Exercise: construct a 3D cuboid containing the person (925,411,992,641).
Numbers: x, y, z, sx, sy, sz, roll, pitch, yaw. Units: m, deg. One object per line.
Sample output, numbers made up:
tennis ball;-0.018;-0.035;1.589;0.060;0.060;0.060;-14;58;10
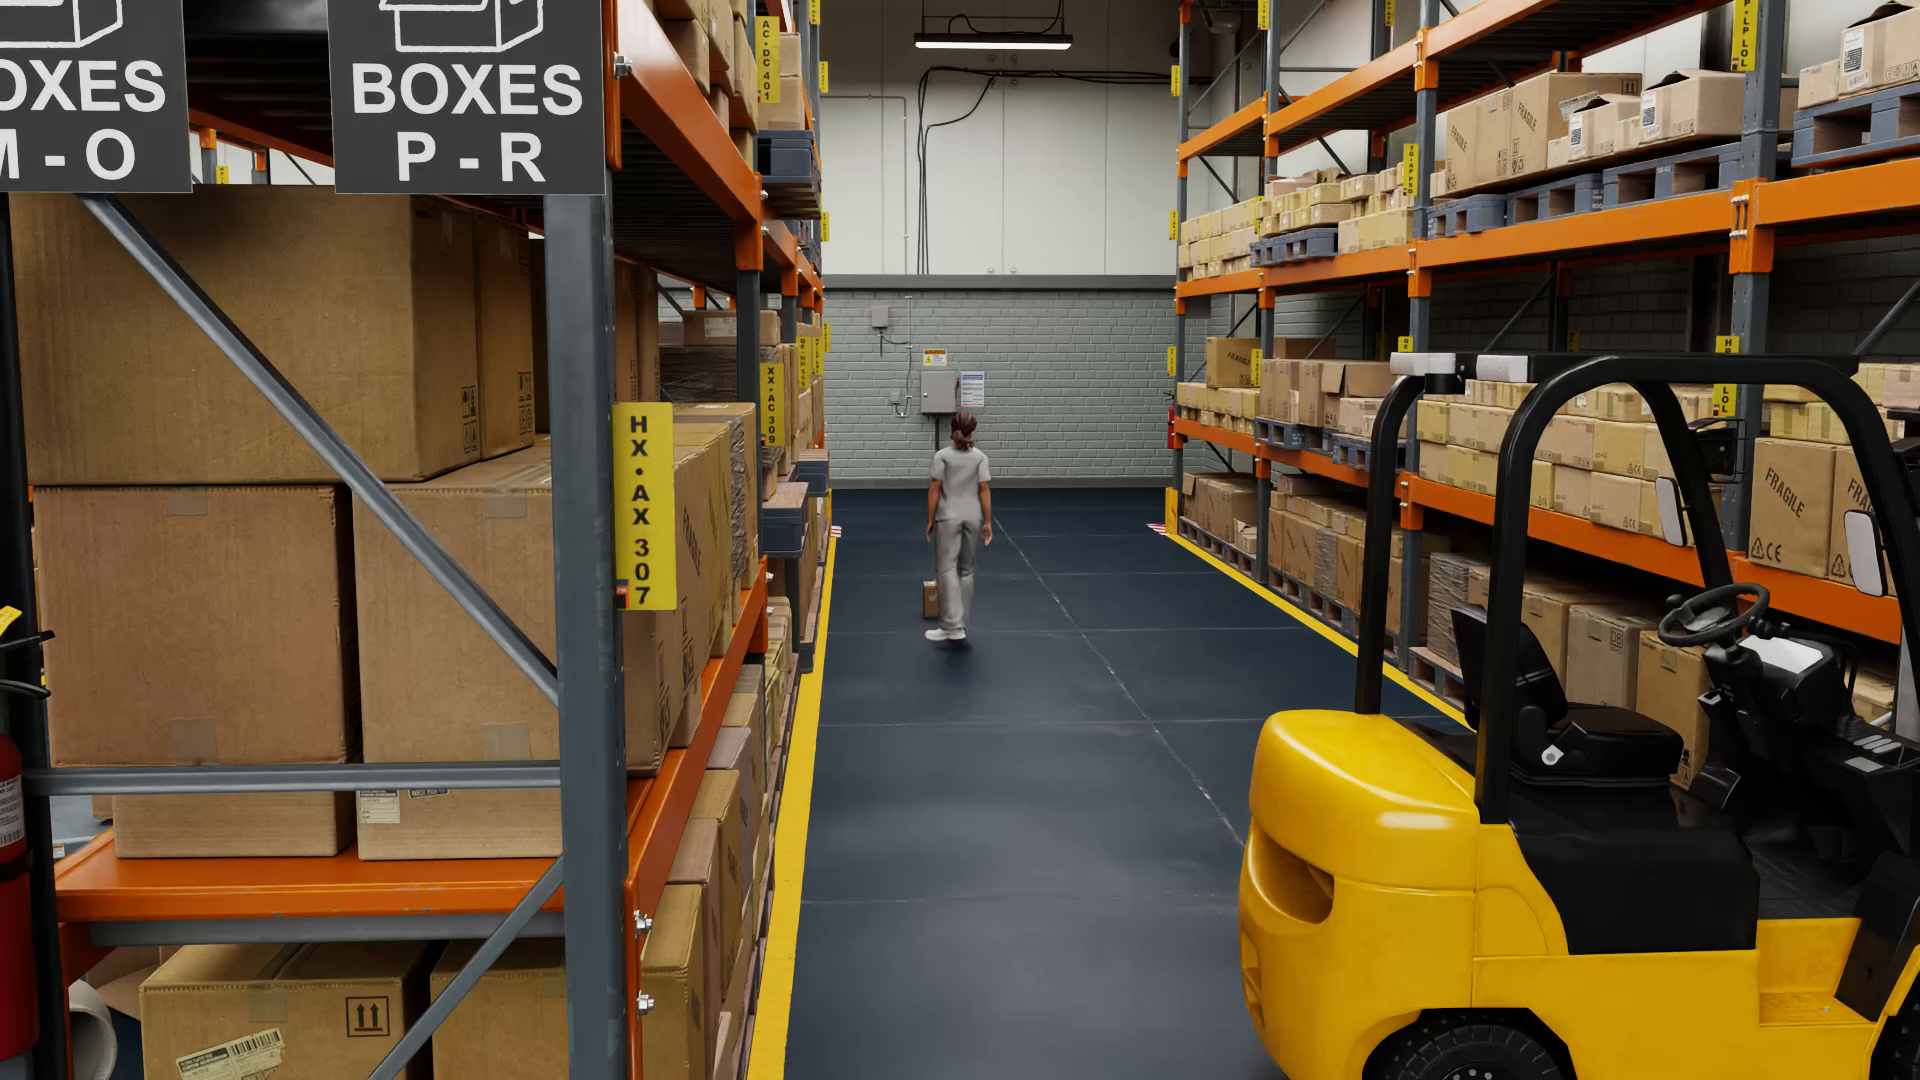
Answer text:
person;-0.029;-0.098;12.054;0.527;1.669;0.600;-2;7;-17
